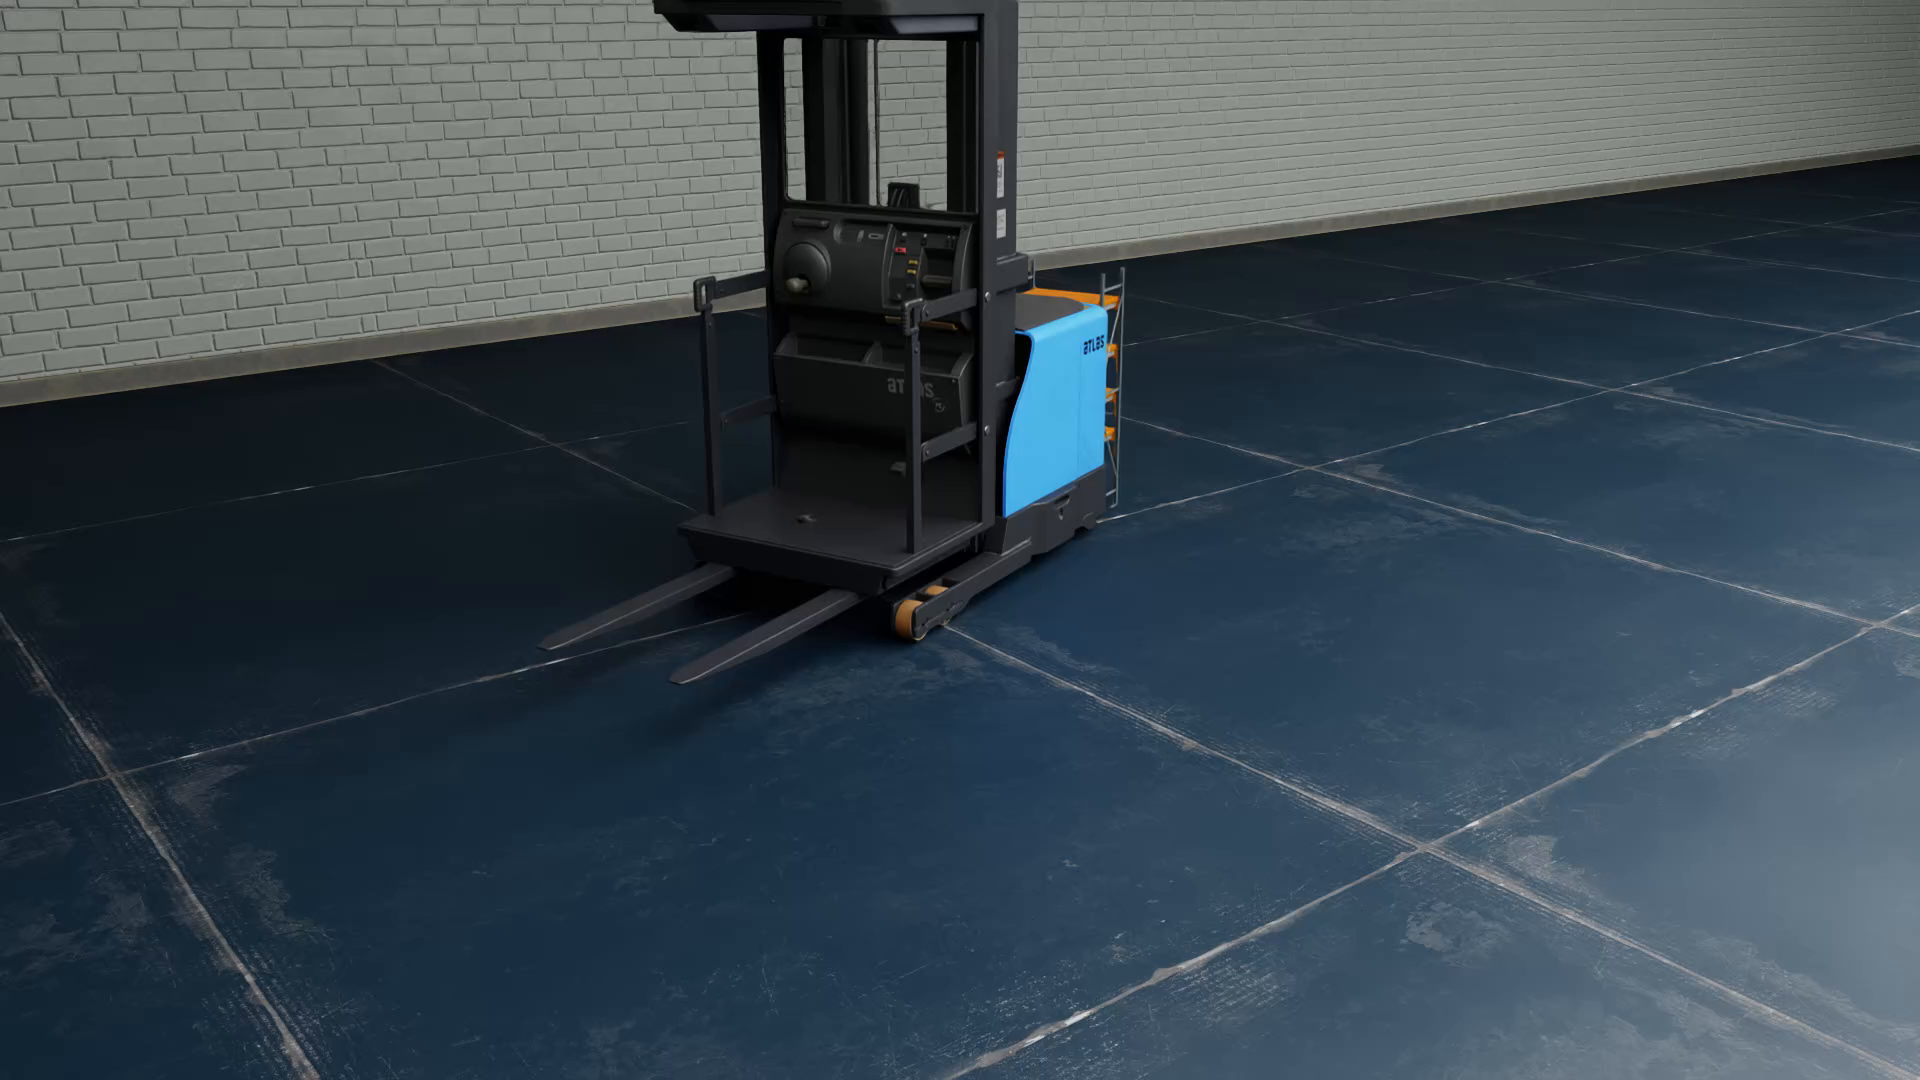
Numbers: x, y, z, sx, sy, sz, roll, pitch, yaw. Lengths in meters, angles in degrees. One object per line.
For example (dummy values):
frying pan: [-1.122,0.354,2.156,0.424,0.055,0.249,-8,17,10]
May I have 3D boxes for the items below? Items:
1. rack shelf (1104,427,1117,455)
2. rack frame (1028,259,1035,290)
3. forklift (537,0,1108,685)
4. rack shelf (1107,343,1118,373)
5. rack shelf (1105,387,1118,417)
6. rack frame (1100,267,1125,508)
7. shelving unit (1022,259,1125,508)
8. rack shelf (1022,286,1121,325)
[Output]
rack shelf: [0.517,-0.501,8.312,0.480,0.148,0.258,10,21,29]
rack frame: [0.306,-0.793,8.347,0.015,1.200,0.240,10,21,29]
forklift: [-0.474,-1.152,6.678,1.130,2.935,3.031,10,21,29]
rack shelf: [0.517,-0.902,8.181,0.480,0.148,0.258,10,21,29]
rack shelf: [0.517,-0.690,8.250,0.480,0.148,0.258,10,21,29]
rack frame: [0.727,-0.715,8.112,0.015,1.200,0.240,10,21,29]
shelving unit: [0.517,-0.754,8.229,0.503,1.200,0.258,10,21,29]
rack shelf: [0.517,-1.127,8.107,0.480,0.148,0.258,10,21,29]
